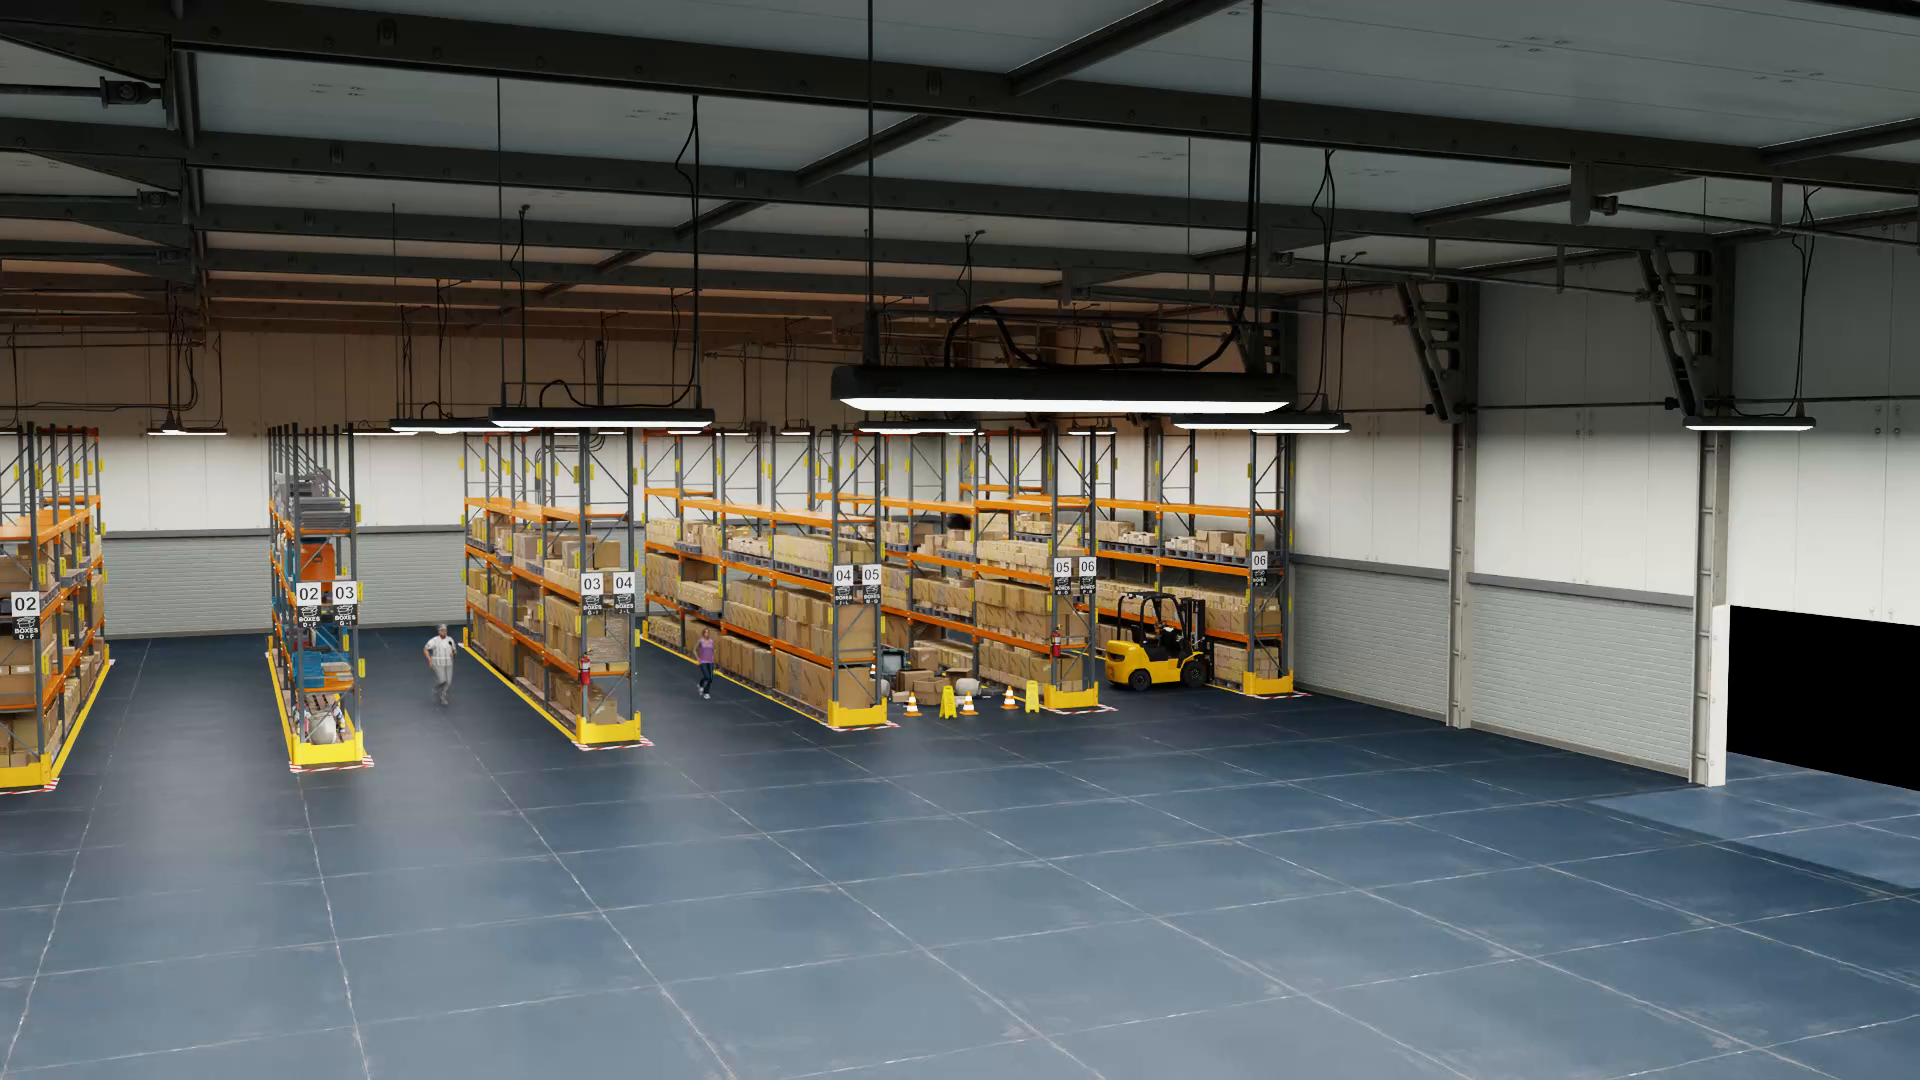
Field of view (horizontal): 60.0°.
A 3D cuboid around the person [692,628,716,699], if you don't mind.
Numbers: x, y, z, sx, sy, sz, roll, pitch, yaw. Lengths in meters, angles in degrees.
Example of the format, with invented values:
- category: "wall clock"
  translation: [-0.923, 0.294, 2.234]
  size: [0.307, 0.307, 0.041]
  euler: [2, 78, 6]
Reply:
- category: "person"
  translation: [-5.571, 2.723, 36.532]
  size: [0.503, 1.539, 0.493]
  euler: [-2, 4, -29]

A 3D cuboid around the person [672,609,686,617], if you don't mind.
- category: "person"
  translation: [-8.315, 1.872, 49.186]
  size: [0.710, 1.785, 0.725]
  euler: [1, 4, 11]

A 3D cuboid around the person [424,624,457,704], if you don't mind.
- category: "person"
  translation: [-11.079, 2.668, 35.681]
  size: [0.651, 1.735, 0.602]
  euler: [-3, 5, -39]
